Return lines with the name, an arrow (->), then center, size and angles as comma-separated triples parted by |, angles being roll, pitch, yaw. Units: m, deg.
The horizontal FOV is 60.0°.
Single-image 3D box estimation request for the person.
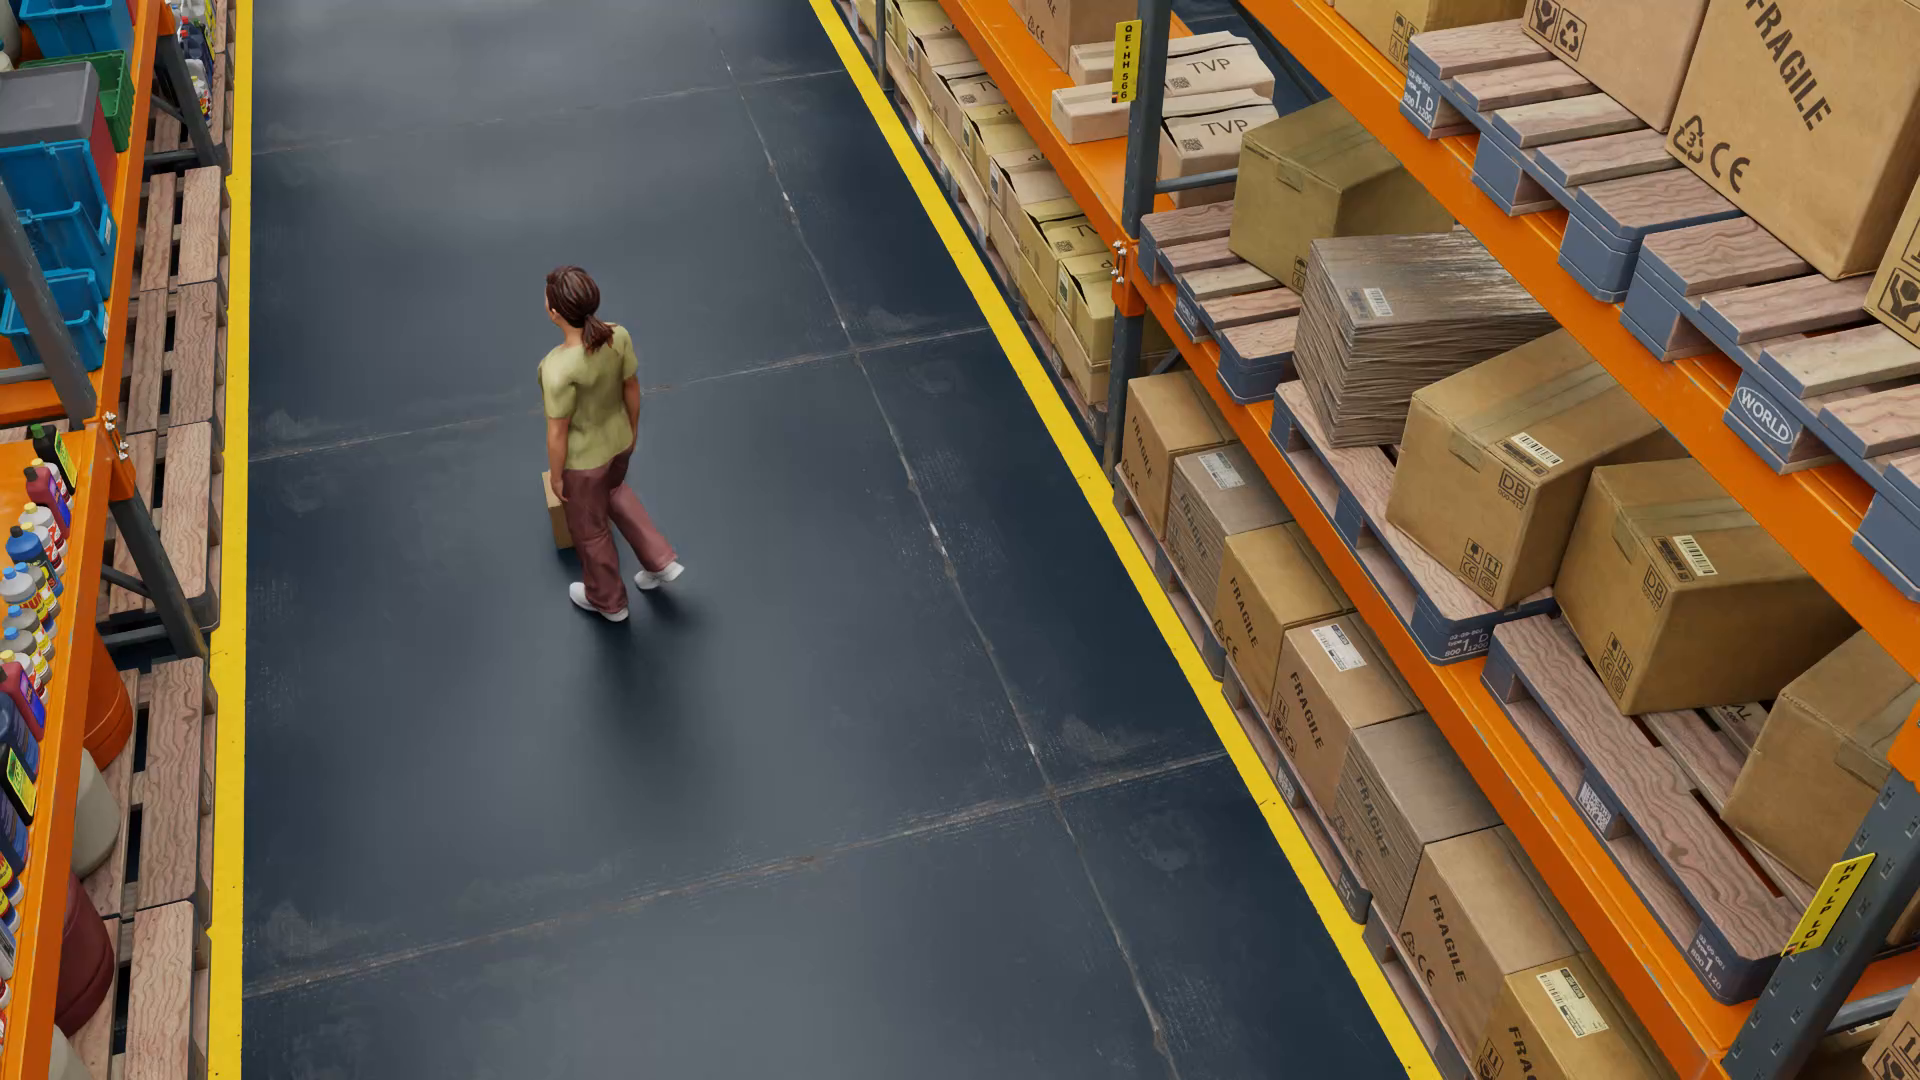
person -> -1.444, -0.345, 6.526 | 0.450, 1.677, 0.459 | 23, 47, 23
